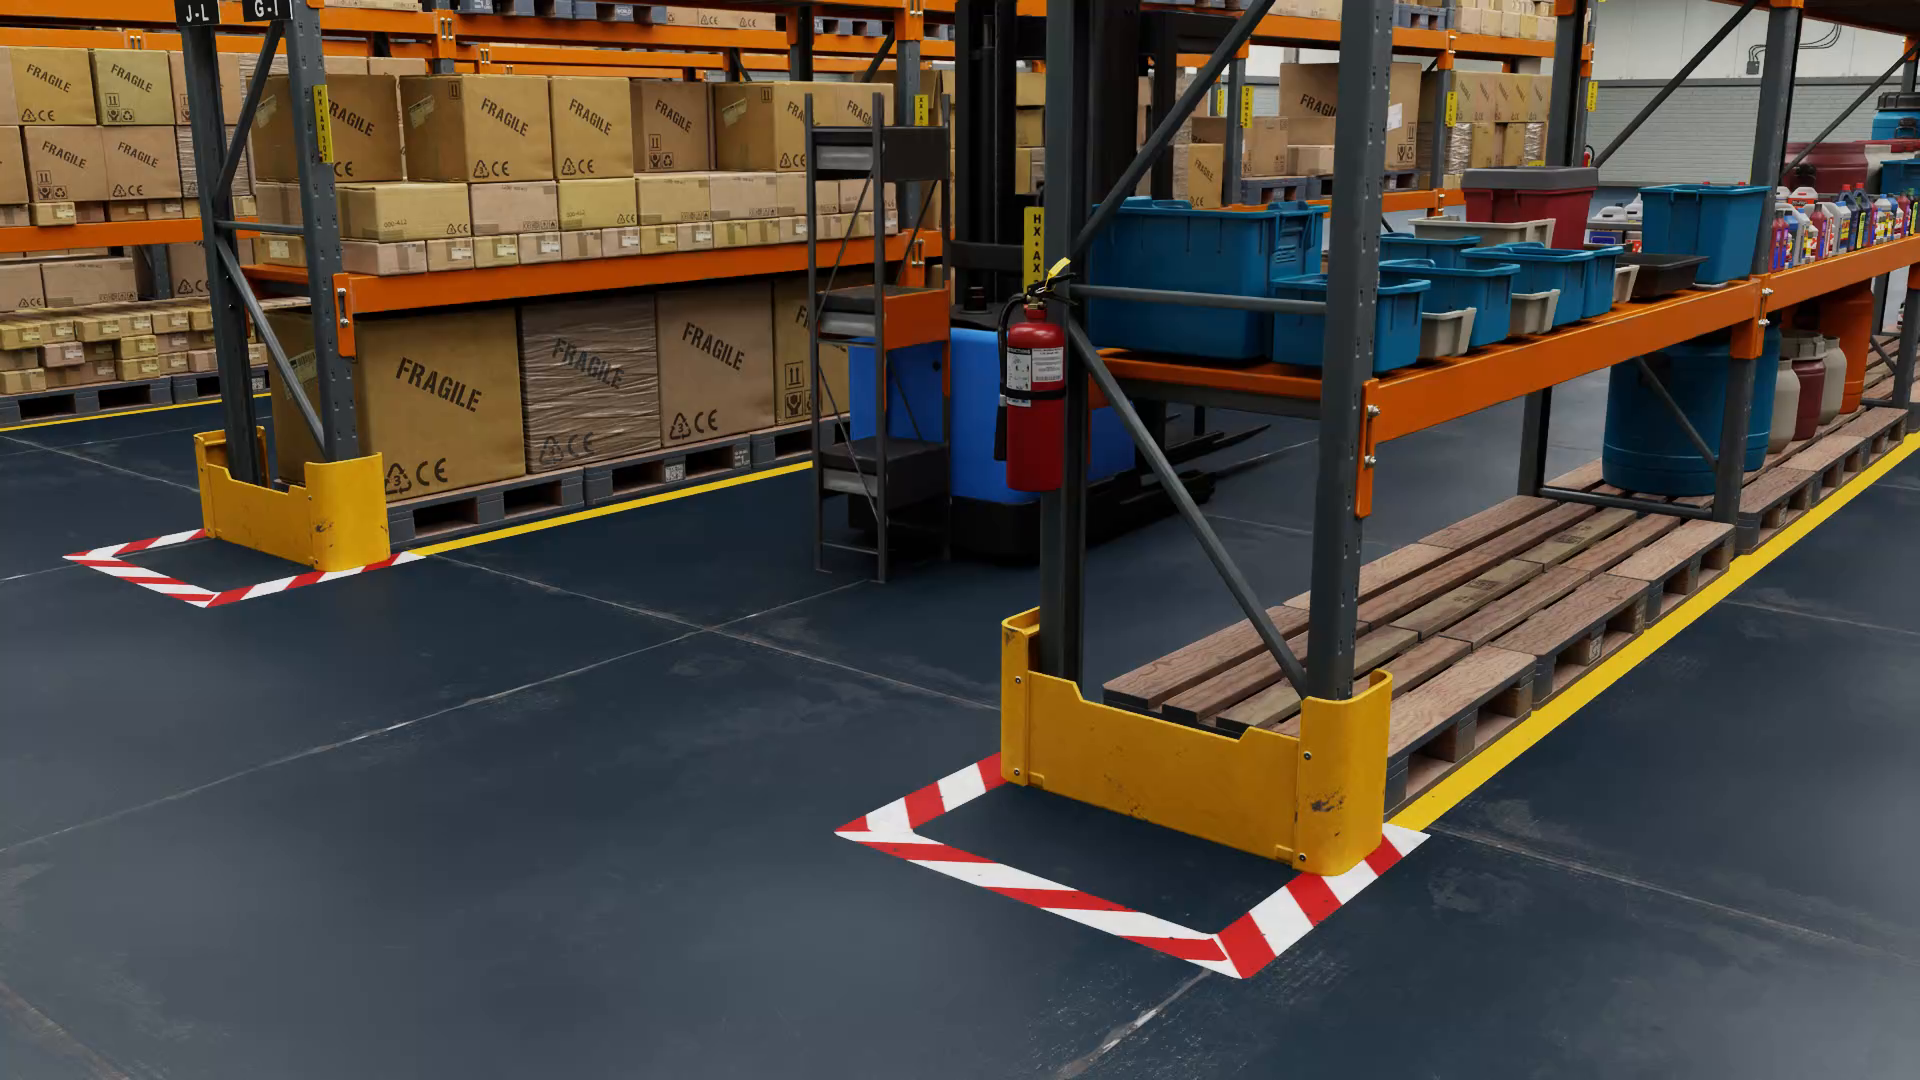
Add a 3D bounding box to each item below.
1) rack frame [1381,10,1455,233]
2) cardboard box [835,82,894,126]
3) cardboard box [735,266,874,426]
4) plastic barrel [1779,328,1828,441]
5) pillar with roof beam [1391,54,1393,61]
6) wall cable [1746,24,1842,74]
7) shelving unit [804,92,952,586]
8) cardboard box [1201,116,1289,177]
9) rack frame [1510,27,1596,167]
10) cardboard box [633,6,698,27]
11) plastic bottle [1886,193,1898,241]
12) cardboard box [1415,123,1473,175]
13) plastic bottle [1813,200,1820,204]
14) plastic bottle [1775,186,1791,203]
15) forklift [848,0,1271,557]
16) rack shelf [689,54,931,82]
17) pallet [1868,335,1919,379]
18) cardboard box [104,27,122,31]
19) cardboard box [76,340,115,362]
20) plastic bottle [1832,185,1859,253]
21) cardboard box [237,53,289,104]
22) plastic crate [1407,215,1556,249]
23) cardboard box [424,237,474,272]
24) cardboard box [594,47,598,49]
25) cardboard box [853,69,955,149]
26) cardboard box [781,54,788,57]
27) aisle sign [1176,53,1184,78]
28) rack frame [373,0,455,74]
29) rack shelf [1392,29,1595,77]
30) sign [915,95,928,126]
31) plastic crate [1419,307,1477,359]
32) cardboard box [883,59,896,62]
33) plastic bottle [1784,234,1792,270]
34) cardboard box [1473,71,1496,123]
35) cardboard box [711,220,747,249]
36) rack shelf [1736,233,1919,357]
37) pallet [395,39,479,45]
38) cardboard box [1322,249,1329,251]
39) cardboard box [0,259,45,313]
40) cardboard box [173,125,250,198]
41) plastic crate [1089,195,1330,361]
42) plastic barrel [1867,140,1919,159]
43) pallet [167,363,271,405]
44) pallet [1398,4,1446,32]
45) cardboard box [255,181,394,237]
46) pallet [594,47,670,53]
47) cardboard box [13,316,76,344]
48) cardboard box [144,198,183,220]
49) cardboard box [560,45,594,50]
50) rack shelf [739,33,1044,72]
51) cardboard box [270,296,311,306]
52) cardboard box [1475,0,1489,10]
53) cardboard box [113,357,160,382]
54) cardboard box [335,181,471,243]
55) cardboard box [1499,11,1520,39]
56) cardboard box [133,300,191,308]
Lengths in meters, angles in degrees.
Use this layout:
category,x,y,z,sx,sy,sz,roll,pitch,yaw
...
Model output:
category,x,y,z,sx,sy,sz,roll,pitch,yaw
rack frame,4.359,-3.726,16.700,1.000,3.000,0.127,11,18,38
cardboard box,-0.750,-2.500,10.049,0.500,0.500,0.500,12,19,39
cardboard box,-1.146,-1.254,10.430,0.875,0.875,0.875,11,18,38
plastic barrel,4.693,-0.916,9.682,0.600,0.588,0.708,11,18,38
pillar with roof beam,16.367,-14.786,48.052,9.100,9.000,0.400,11,18,38
wall cable,23.273,-15.988,45.876,2.305,6.003,0.169,11,18,38
shelving unit,-0.350,-0.895,7.380,0.431,2.100,0.503,10,17,34
cardboard box,2.426,-3.444,14.534,0.500,0.500,0.700,-13,19,-41
rack frame,6.873,-4.493,19.715,1.000,3.000,0.127,11,18,38
cardboard box,-2.732,-4.908,15.056,0.500,0.500,0.500,11,18,38
plastic bottle,5.421,-1.887,9.722,0.097,0.271,0.097,0,14,0
cardboard box,4.690,-3.996,16.952,0.875,0.500,0.500,11,18,38
plastic bottle,4.603,-1.695,8.963,0.097,0.271,0.097,0,14,0
plastic bottle,5.174,-2.101,10.553,0.152,0.276,0.135,11,18,38
forklift,0.718,-1.646,8.651,1.130,2.935,3.031,10,17,34
rack shelf,-2.092,-6.748,23.964,1.077,0.370,4.000,11,18,38
pallet,7.748,-1.452,13.410,1.003,0.211,1.213,11,18,38
cardboard box,-10.591,-6.488,20.974,0.380,0.149,0.250,12,19,39
cardboard box,-6.147,-1.346,11.663,0.380,0.149,0.250,12,18,38
plastic bottle,4.724,-1.723,8.912,0.144,0.351,0.185,11,18,38
cardboard box,-5.202,-3.331,12.305,0.500,0.500,0.500,12,18,39
plastic crate,2.080,-1.136,6.620,0.437,0.282,0.530,11,18,38
cardboard box,-2.543,-1.373,7.945,0.380,0.149,0.250,11,18,37
cardboard box,-5.906,-8.140,26.716,0.797,0.503,0.637,12,19,39
cardboard box,-0.274,-2.853,11.020,0.797,0.503,0.637,11,18,36
cardboard box,-2.496,-6.762,23.066,0.380,0.149,0.250,12,19,39
aisle sign,2.890,-6.599,22.729,0.394,0.787,0.004,11,18,38
rack frame,-4.463,-2.981,13.766,1.000,3.000,0.127,11,18,38
rack shelf,5.616,-5.215,17.927,1.077,0.370,4.000,11,18,38
sign,-0.236,-2.567,10.216,0.100,0.325,0.005,11,18,38
plastic crate,1.347,-0.608,4.838,0.250,0.136,0.298,11,18,38
cardboard box,-1.166,-7.148,24.587,0.380,0.149,0.250,12,19,39
plastic bottle,3.888,-1.386,7.891,0.097,0.201,0.097,0,14,0
cardboard box,5.153,-4.547,17.090,0.500,0.500,0.500,11,18,38
cardboard box,-1.413,-1.717,9.301,0.380,0.149,0.250,11,18,37
rack shelf,4.440,-1.462,9.248,1.077,0.370,4.000,11,18,38
pallet,-6.226,-5.725,18.857,1.213,0.211,1.003,12,19,40
cardboard box,3.956,-2.614,16.504,0.700,0.500,0.500,10,17,33
cardboard box,-9.417,-2.415,15.886,0.875,0.438,0.875,11,18,36
cardboard box,-5.531,-2.748,12.041,0.500,0.500,0.500,11,18,36
plastic crate,0.735,-0.801,4.991,0.616,0.435,0.499,11,18,38
plastic barrel,6.978,-2.736,12.525,0.433,0.535,0.433,0,14,0
pallet,-5.624,-1.261,12.658,1.003,0.211,1.213,11,18,38
pallet,3.888,-4.988,15.953,1.213,0.211,1.003,11,18,38
cardboard box,-3.085,-1.634,8.162,0.500,0.250,0.500,11,18,37
pallet,-4.469,-6.322,21.206,1.213,0.211,1.003,11,18,38
cardboard box,-6.304,-1.445,11.446,0.380,0.149,0.250,12,18,39
cardboard box,-5.757,-2.365,11.851,0.380,0.149,0.250,11,18,36
cardboard box,-4.927,-6.294,20.506,0.797,0.503,0.637,11,18,38
rack shelf,-0.692,-5.236,18.009,1.077,0.370,4.000,11,18,38
cardboard box,-5.087,-1.775,12.748,0.380,0.149,0.250,10,17,35
cardboard box,5.105,-5.426,16.792,0.380,0.149,0.250,11,18,38
cardboard box,-5.902,-1.231,11.815,0.380,0.149,0.250,12,18,38
cardboard box,-2.671,-1.550,7.833,0.500,0.250,0.500,11,18,36
cardboard box,5.490,-5.350,17.302,0.500,0.250,0.500,10,18,35
cardboard box,-5.986,-1.708,12.482,0.380,0.149,0.250,11,18,36
